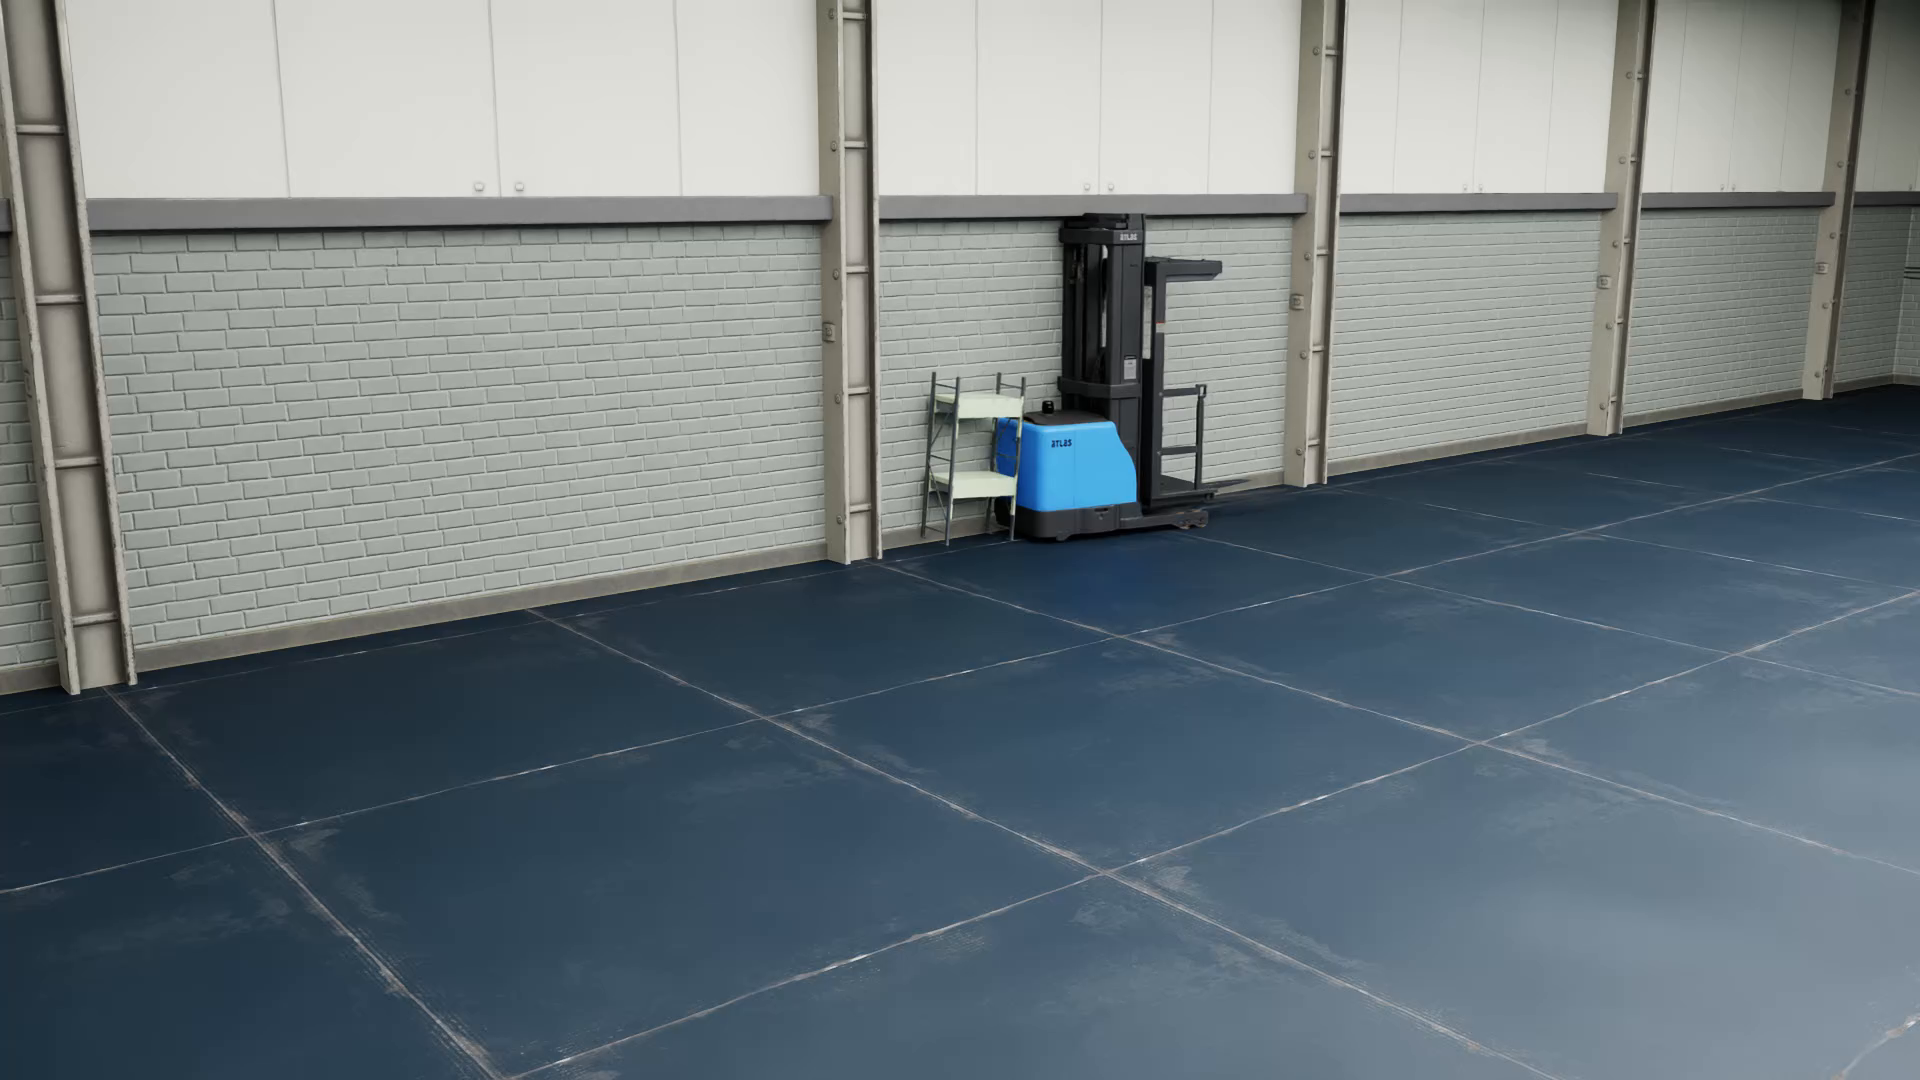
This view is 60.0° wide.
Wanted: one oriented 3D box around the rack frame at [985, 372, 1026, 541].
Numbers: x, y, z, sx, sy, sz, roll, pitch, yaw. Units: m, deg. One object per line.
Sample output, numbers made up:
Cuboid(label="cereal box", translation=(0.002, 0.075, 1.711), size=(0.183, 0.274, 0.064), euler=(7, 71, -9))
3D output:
Cuboid(label="rack frame", translation=(0.414, -0.764, 15.208), size=(0.023, 1.500, 0.400), euler=(-4, 14, -36))

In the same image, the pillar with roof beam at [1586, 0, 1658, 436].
Cuboid(label="pillar with roof beam", translation=(11.136, -5.102, 17.611), size=(0.400, 9.000, 9.100), euler=(-9, 15, -38))

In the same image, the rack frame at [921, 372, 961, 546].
Cuboid(label="rack frame", translation=(-0.175, -0.723, 14.775), size=(0.023, 1.500, 0.400), euler=(-4, 14, -36))

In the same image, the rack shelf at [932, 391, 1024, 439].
Cuboid(label="rack shelf", translation=(0.148, -1.125, 14.916), size=(0.720, 0.370, 0.431), euler=(-4, 14, -36))

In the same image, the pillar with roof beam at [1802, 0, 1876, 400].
Cuboid(label="pillar with roof beam", translation=(15.821, -5.880, 21.277), size=(0.400, 9.000, 9.100), euler=(-9, 15, -38))

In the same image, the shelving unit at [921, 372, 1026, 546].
Cuboid(label="shelving unit", translation=(0.120, -0.744, 14.992), size=(0.755, 1.500, 0.431), euler=(-4, 14, -36))

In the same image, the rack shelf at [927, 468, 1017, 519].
Cuboid(label="rack shelf", translation=(0.096, -0.424, 15.054), size=(0.720, 0.370, 0.431), euler=(-4, 14, -36))

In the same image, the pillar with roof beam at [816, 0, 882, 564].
Cuboid(label="pillar with roof beam", translation=(1.765, -3.544, 10.278), size=(0.400, 9.000, 9.100), euler=(-9, 15, -38))

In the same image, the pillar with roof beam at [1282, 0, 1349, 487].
Cuboid(label="pillar with roof beam", translation=(6.451, -4.323, 13.944), size=(0.400, 9.000, 9.100), euler=(-9, 15, -38))

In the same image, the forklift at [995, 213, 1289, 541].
Cuboid(label="forklift", translation=(1.786, -1.623, 15.836), size=(3.031, 2.935, 1.130), euler=(-7, 14, -28))

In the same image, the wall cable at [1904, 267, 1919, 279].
Cuboid(label="wall cable", translation=(16.258, -5.227, 25.678), size=(0.112, 2.526, 3.097), euler=(-9, 15, -38))

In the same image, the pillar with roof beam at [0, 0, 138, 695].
Cuboid(label="pillar with roof beam", translation=(-2.920, -2.766, 6.611), size=(0.400, 9.000, 9.100), euler=(-9, 15, -38))
